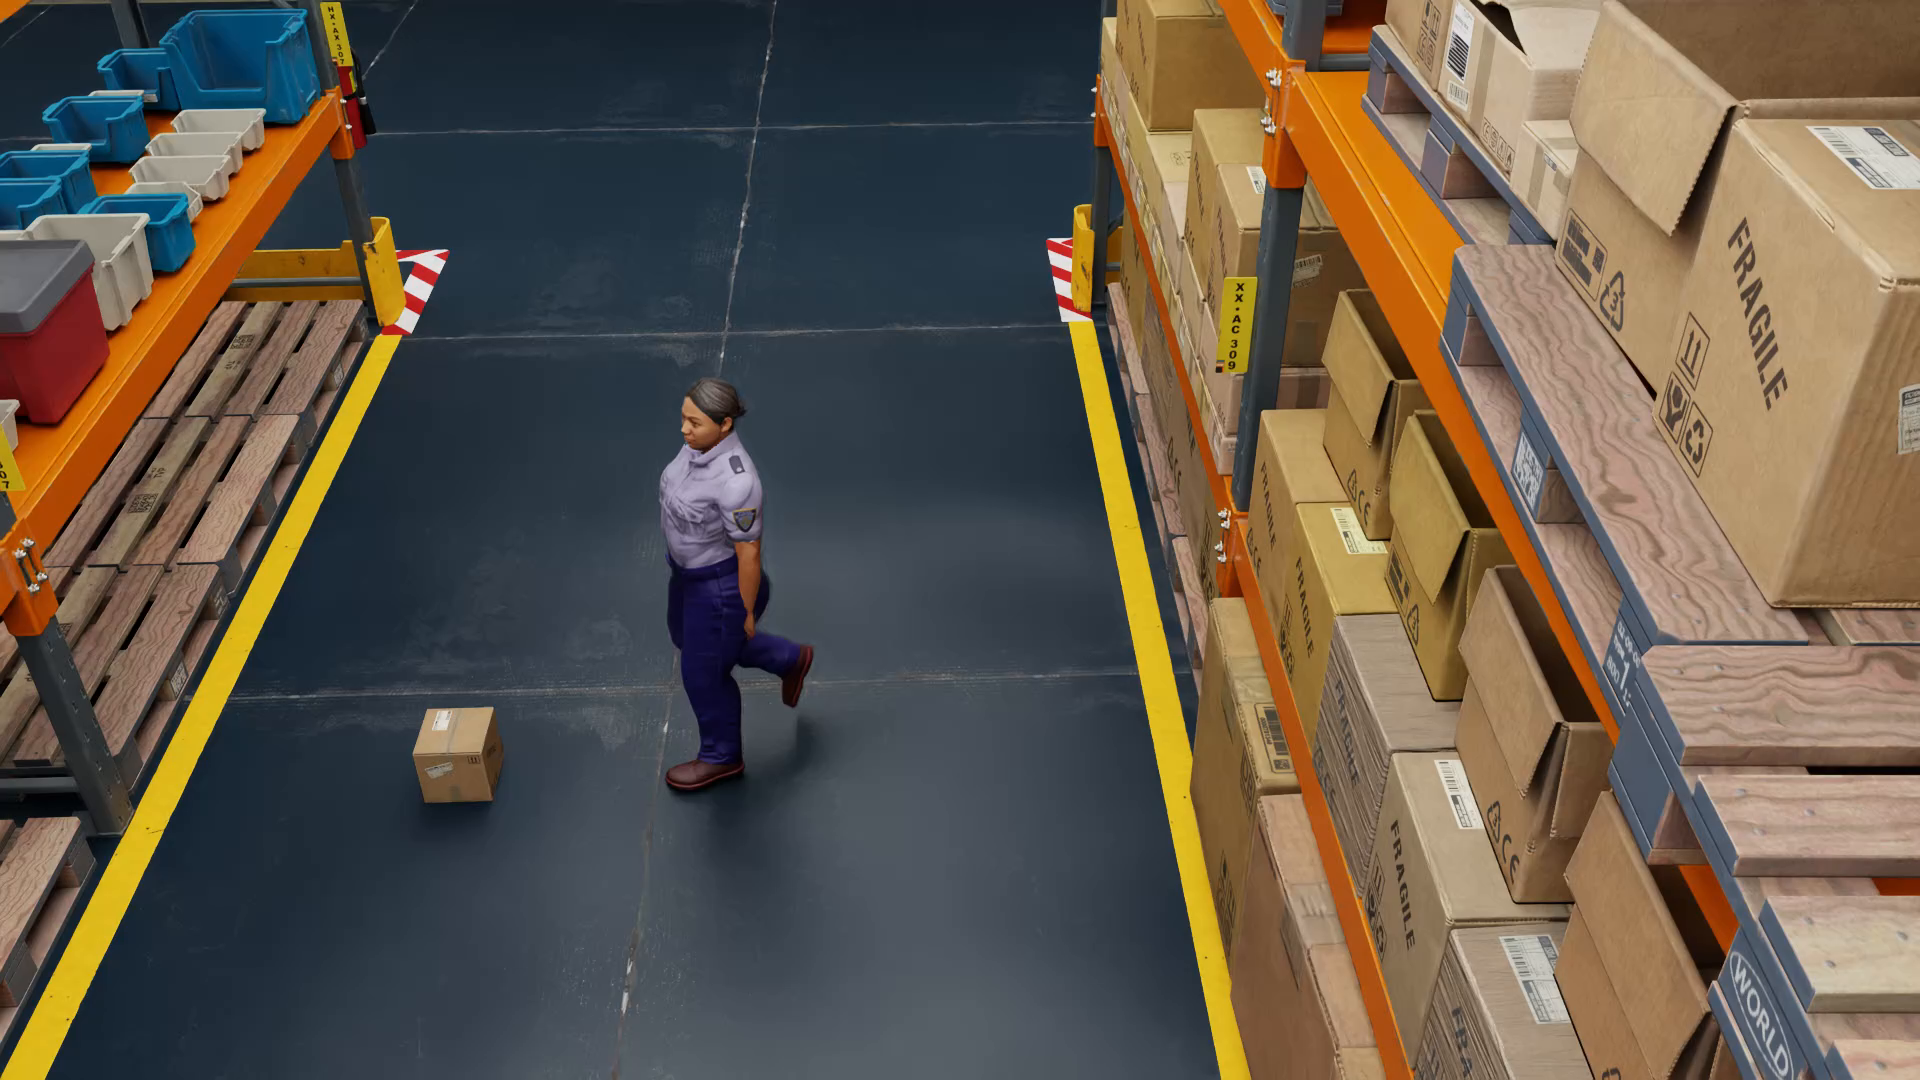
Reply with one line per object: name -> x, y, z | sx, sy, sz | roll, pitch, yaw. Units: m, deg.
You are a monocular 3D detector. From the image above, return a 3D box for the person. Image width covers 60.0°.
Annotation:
person -> -0.834, 0.136, 5.948 | 0.649, 1.636, 0.480 | -12, 37, -17
